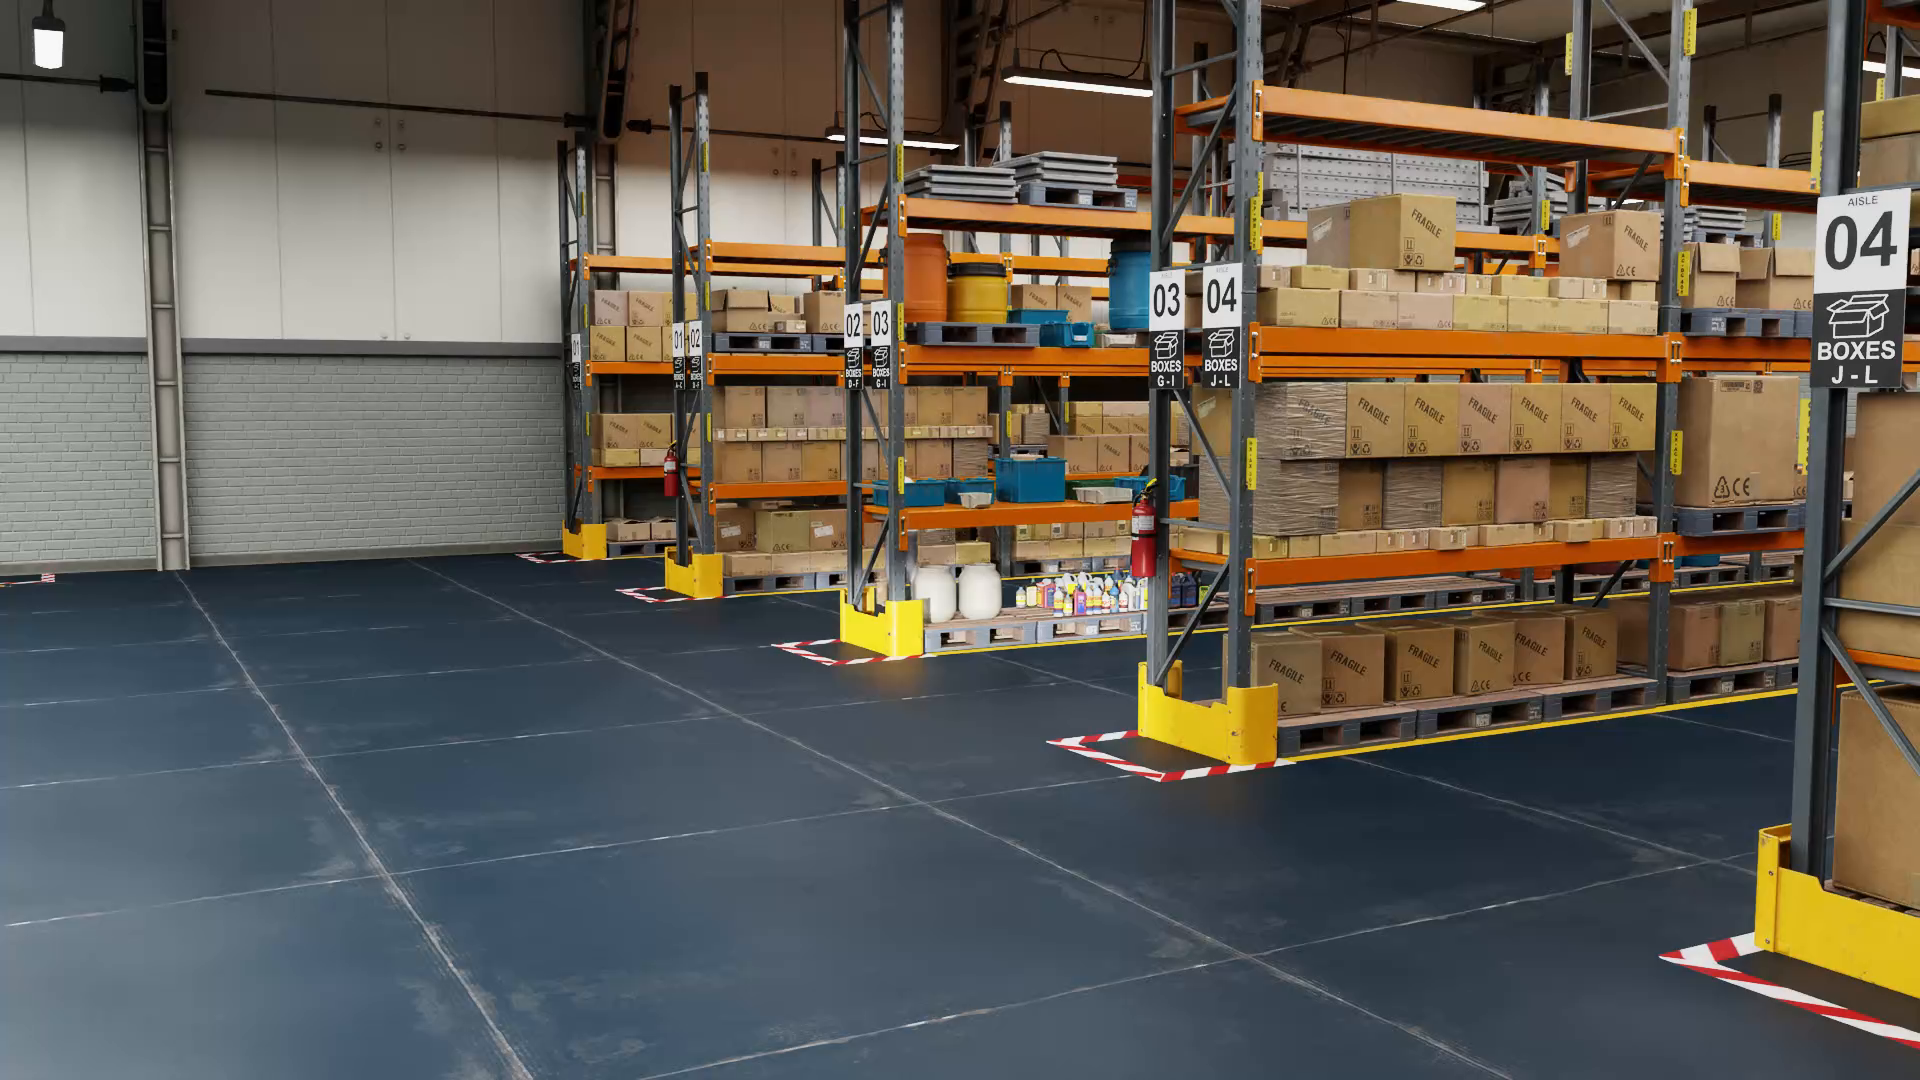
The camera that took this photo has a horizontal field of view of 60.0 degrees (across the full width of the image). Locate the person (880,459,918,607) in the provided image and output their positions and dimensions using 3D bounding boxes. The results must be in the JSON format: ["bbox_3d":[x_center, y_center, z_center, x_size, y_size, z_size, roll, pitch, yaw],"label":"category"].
[{"bbox_3d":[-0.652,-0.087,18.445,0.532,1.664,0.391,-3,6,-32],"label":"person"}]
